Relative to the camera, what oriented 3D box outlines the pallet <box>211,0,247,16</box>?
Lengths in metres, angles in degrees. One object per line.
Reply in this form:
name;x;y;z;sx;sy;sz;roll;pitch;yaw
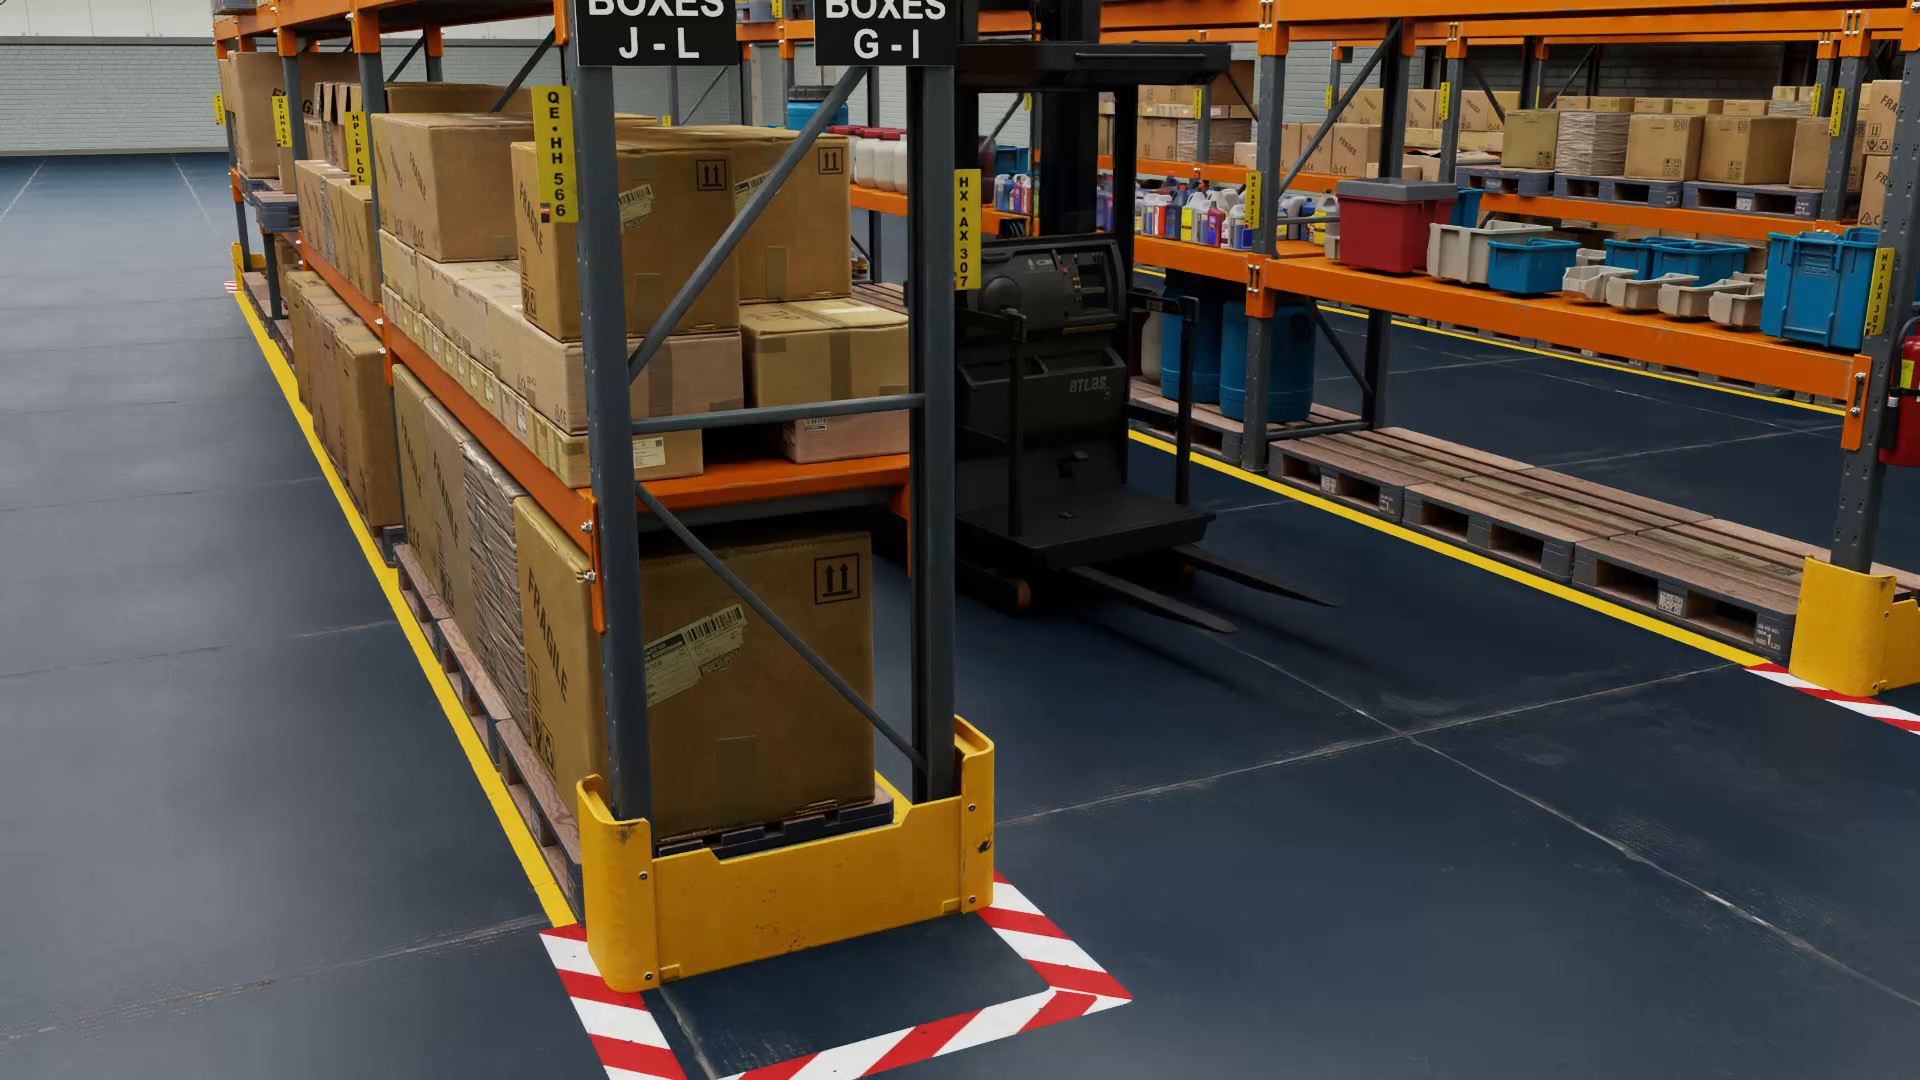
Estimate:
pallet;-5.572;-4.493;13.870;1.213;0.211;1.003;-8;18;-25

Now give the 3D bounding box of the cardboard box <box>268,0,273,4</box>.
cardboard box;-4.423;-3.773;11.294;0.500;0.250;0.500;-8;18;-25

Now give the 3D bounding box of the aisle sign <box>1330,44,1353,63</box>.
aisle sign;5.558;-7.326;24.127;0.394;0.787;0.004;-8;18;-25

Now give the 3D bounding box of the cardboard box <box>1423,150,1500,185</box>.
cardboard box;4.792;-3.564;15.893;0.500;0.311;0.500;-6;17;-21

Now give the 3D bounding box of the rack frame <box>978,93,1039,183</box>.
rack frame;0.458;-2.914;13.466;1.000;3.000;0.127;-8;18;-25

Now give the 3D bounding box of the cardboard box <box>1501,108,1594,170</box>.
cardboard box;5.289;-3.619;14.980;0.500;0.500;0.700;15;22;42

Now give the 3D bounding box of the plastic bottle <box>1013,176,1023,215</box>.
plastic bottle;0.460;-2.624;12.669;0.061;0.283;0.133;-8;18;-25

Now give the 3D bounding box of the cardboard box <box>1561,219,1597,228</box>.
cardboard box;7.949;-3.932;20.749;0.700;0.500;0.500;-7;17;-23

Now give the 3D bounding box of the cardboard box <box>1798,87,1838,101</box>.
cardboard box;9.185;-4.764;17.759;0.380;0.149;0.250;-10;19;-32

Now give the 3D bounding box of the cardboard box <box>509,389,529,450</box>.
cardboard box;-1.167;-0.386;5.114;0.380;0.149;0.250;-8;18;-25

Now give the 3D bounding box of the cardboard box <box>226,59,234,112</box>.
cardboard box;-6.846;-4.429;16.214;0.500;0.500;0.500;-8;18;-25

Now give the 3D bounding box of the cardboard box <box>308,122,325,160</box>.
cardboard box;-4.267;-2.694;11.758;0.500;0.500;0.500;-10;19;-32

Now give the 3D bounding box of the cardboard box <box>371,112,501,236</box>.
cardboard box;-2.262;-1.605;7.279;0.500;0.500;0.500;-8;18;-25

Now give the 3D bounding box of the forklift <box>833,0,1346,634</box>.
forklift;0.512;-1.221;7.692;1.130;2.935;3.031;-10;19;-32

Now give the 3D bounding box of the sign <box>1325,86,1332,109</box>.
sign;5.371;-6.445;24.202;0.100;0.325;0.005;-8;18;-25

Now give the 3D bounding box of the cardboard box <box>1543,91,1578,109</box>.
cardboard box;7.593;-5.542;21.502;0.500;0.500;0.500;-8;18;-26

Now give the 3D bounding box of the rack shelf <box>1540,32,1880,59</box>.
rack shelf;8.487;-5.703;19.051;1.077;0.370;4.000;-8;18;-25

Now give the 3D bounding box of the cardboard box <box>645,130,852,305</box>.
cardboard box;-0.676;-1.038;5.304;0.500;0.500;0.500;-8;18;-26

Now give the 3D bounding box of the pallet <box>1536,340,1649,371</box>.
pallet;5.736;-1.679;14.219;1.003;0.211;1.213;-8;18;-25

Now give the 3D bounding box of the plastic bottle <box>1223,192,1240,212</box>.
plastic bottle;1.808;-2.234;11.323;0.152;0.276;0.135;-8;18;-25

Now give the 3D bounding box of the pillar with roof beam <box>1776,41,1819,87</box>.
pillar with roof beam;5.702;-6.901;16.485;9.100;9.000;0.400;-8;18;-25

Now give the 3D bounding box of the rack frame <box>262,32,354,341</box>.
rack frame;-5.747;-3.307;14.836;1.000;3.000;0.127;-8;18;-25

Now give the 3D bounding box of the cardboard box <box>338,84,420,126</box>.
cardboard box;-3.106;-2.335;9.448;0.797;0.503;0.637;-7;17;-23

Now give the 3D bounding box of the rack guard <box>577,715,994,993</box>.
rack guard;-0.479;0.876;4.792;1.175;0.500;0.348;-8;18;-25

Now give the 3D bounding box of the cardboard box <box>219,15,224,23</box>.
cardboard box;-7.076;-5.267;16.502;0.500;0.250;0.500;-8;18;-25

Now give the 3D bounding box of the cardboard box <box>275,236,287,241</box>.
cardboard box;-6.691;-2.841;16.982;0.500;0.500;0.500;-6;17;-20

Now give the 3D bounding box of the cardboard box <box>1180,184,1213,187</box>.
cardboard box;2.800;-4.144;20.619;0.500;0.500;0.500;-8;18;-25

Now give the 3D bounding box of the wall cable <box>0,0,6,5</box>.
wall cable;-26.077;-16.209;42.756;2.305;6.003;0.169;-8;18;-25

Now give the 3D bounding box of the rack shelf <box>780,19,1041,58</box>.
rack shelf;-0.418;-4.506;14.879;1.077;0.370;4.000;-8;18;-25

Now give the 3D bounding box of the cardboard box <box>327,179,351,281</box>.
cardboard box;-3.138;-1.707;9.078;0.500;0.500;0.500;-8;18;-26

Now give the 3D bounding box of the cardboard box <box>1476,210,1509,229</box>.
cardboard box;7.121;-4.365;22.258;0.500;0.500;0.500;-9;18;-29

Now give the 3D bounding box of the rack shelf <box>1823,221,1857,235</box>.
rack shelf;7.541;-1.678;10.463;1.077;0.370;4.000;-8;18;-25

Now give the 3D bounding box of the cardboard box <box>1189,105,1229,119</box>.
cardboard box;2.848;-4.904;19.046;0.380;0.149;0.250;-8;18;-25

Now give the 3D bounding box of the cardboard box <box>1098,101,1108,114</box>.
cardboard box;1.952;-5.412;20.816;0.380;0.149;0.250;-8;18;-26

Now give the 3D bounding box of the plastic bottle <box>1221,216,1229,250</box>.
plastic bottle;1.672;-1.910;10.330;0.097;0.201;0.097;0;16;0

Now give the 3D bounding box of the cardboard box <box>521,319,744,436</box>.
cardboard box;-0.941;-0.490;4.754;0.500;0.250;0.500;-8;18;-26

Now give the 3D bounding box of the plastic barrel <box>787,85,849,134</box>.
plastic barrel;-1.398;-4.014;16.391;0.600;0.901;0.708;-8;18;-25

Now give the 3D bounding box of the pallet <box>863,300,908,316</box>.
pallet;-0.377;-2.072;15.589;1.003;0.211;1.213;-8;18;-25

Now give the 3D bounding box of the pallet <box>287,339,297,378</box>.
pallet;-4.866;-1.471;13.493;1.003;0.211;1.213;-8;18;-25

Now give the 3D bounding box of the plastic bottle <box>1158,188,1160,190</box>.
plastic bottle;1.519;-2.525;12.324;0.061;0.283;0.133;-8;18;-25

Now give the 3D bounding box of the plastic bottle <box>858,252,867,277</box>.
plastic bottle;-1.040;-2.937;17.698;0.097;0.271;0.097;0;16;0

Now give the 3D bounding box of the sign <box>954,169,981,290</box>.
sign;0.012;-0.851;4.566;0.100;0.325;0.005;-8;18;-25

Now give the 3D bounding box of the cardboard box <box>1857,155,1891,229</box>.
cardboard box;6.643;-2.408;11.523;0.500;0.500;0.500;-7;17;-23

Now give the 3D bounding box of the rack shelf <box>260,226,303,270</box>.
rack shelf;-4.871;-2.465;13.207;1.077;0.370;4.000;-8;18;-25

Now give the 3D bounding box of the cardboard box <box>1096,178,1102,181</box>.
cardboard box;1.663;-4.452;21.690;0.500;0.500;0.500;-8;18;-25

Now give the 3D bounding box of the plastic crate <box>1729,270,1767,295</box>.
plastic crate;3.787;-1.191;7.831;0.250;0.136;0.298;-8;18;-25

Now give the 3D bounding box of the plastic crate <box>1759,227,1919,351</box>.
plastic crate;3.648;-1.036;6.751;0.616;0.435;0.499;-8;18;-25

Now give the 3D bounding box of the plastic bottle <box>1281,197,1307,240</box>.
plastic bottle;2.190;-2.114;10.903;0.152;0.276;0.135;-8;18;-25

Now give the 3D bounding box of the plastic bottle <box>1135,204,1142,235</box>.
plastic bottle;1.232;-2.159;11.198;0.097;0.201;0.097;0;16;0

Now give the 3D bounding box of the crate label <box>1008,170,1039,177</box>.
crate label;0.610;-2.983;14.011;0.303;0.233;0.416;-8;18;-25

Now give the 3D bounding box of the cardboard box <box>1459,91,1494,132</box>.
cardboard box;6.902;-5.604;21.715;0.500;0.500;0.500;-8;18;-25

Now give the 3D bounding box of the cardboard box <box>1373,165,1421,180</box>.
cardboard box;4.270;-3.580;16.244;0.380;0.149;0.250;-8;18;-25

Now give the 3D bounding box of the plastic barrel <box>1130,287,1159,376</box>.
plastic barrel;1.182;-1.557;12.349;0.600;0.588;0.708;-8;18;-25

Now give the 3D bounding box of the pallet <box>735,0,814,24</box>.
pallet;-1.698;-5.424;17.117;1.213;0.211;1.003;-8;18;-25

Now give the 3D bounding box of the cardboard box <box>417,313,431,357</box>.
cardboard box;-1.951;-0.830;6.661;0.380;0.149;0.250;-8;18;-26
